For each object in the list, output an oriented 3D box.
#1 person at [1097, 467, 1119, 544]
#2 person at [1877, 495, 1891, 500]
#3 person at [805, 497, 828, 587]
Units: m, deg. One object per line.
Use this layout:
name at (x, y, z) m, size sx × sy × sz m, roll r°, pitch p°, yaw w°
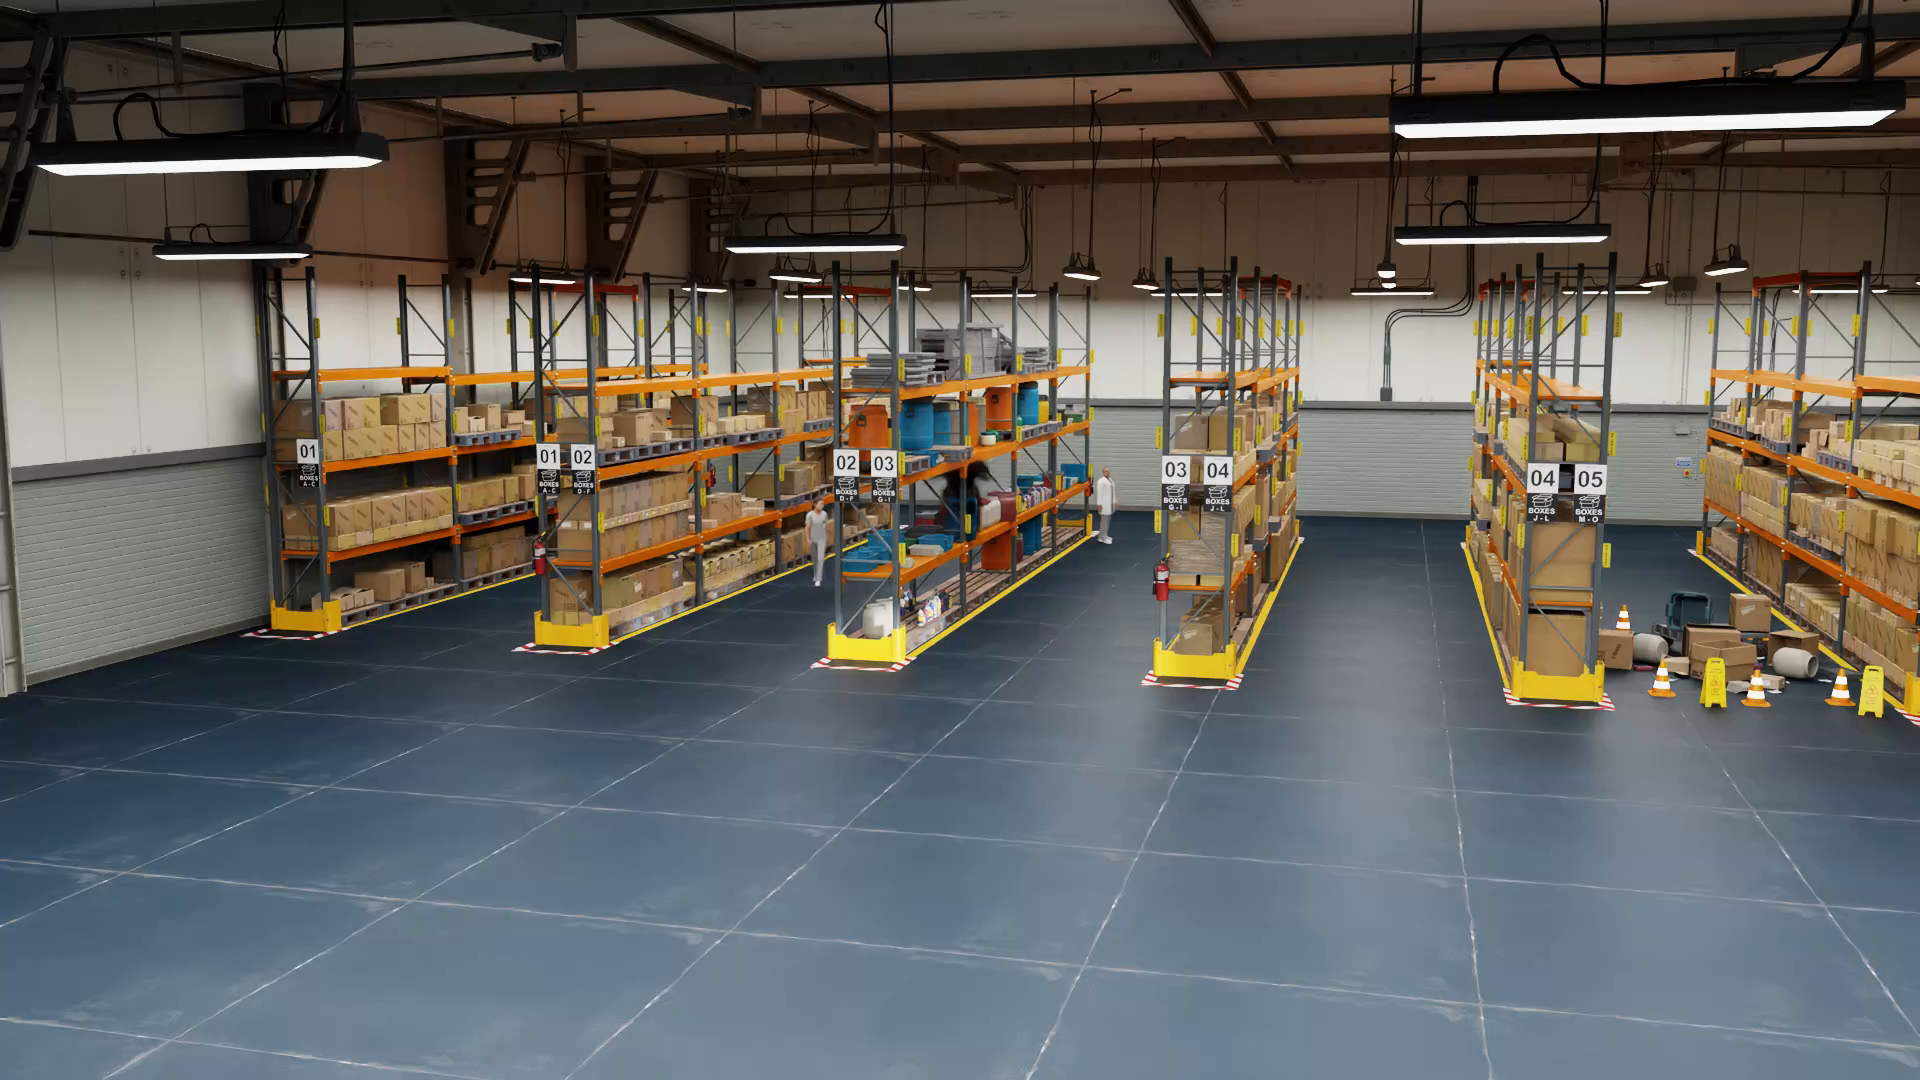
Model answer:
person at (3.443, -0.828, 39.061) m, size 0.466 × 1.799 × 0.661 m, roll 5°, pitch 9°, yaw 33°
person at (20.756, -0.561, 37.379) m, size 0.845 × 1.629 × 0.469 m, roll 1°, pitch 7°, yaw 10°
person at (-2.647, 0.016, 30.601) m, size 0.390 × 1.631 × 0.982 m, roll 1°, pitch 7°, yaw 8°
